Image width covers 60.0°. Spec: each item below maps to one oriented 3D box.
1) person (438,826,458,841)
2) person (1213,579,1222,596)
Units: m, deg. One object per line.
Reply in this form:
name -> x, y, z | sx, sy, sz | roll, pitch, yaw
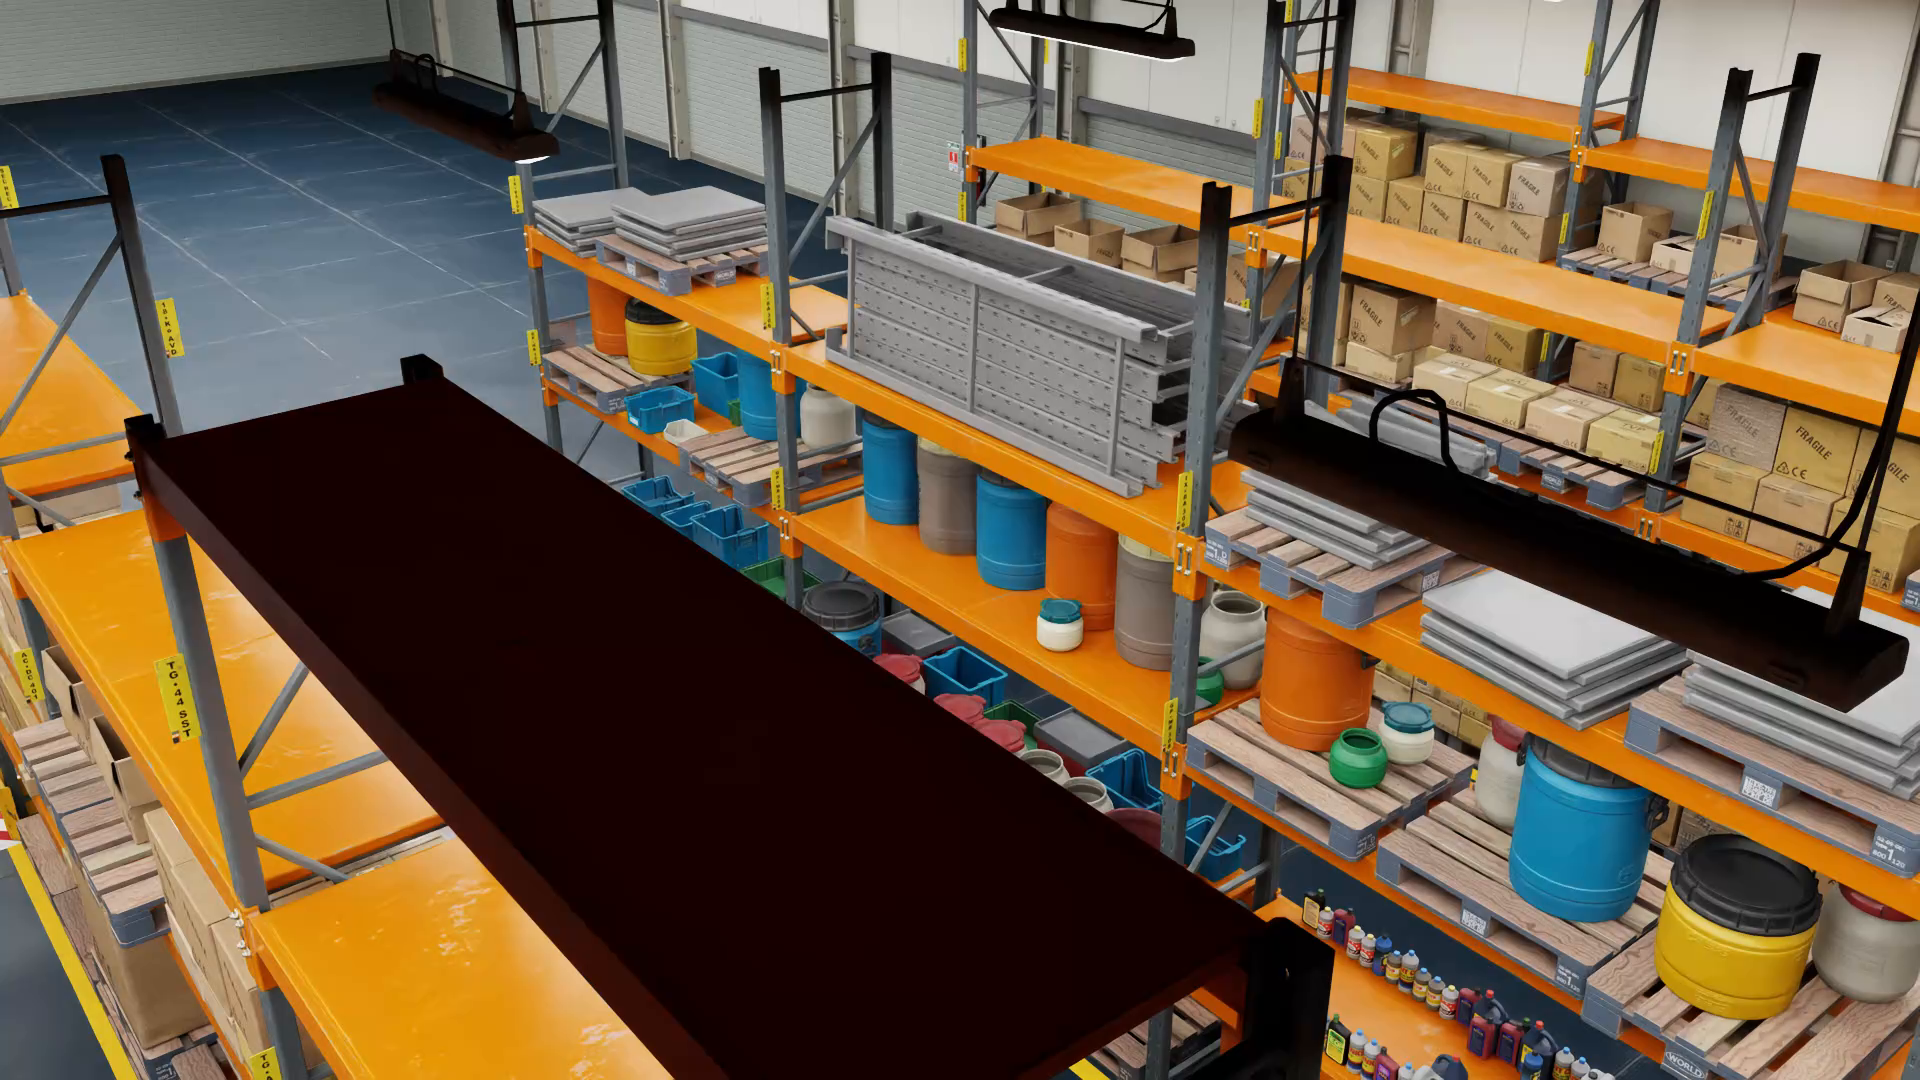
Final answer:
person -> -3.895, 2.037, 12.149 | 0.620, 1.652, 0.891 | -5, 26, -10
person -> 2.066, 0.925, 14.430 | 1.007, 1.631, 0.533 | 18, 31, 33
